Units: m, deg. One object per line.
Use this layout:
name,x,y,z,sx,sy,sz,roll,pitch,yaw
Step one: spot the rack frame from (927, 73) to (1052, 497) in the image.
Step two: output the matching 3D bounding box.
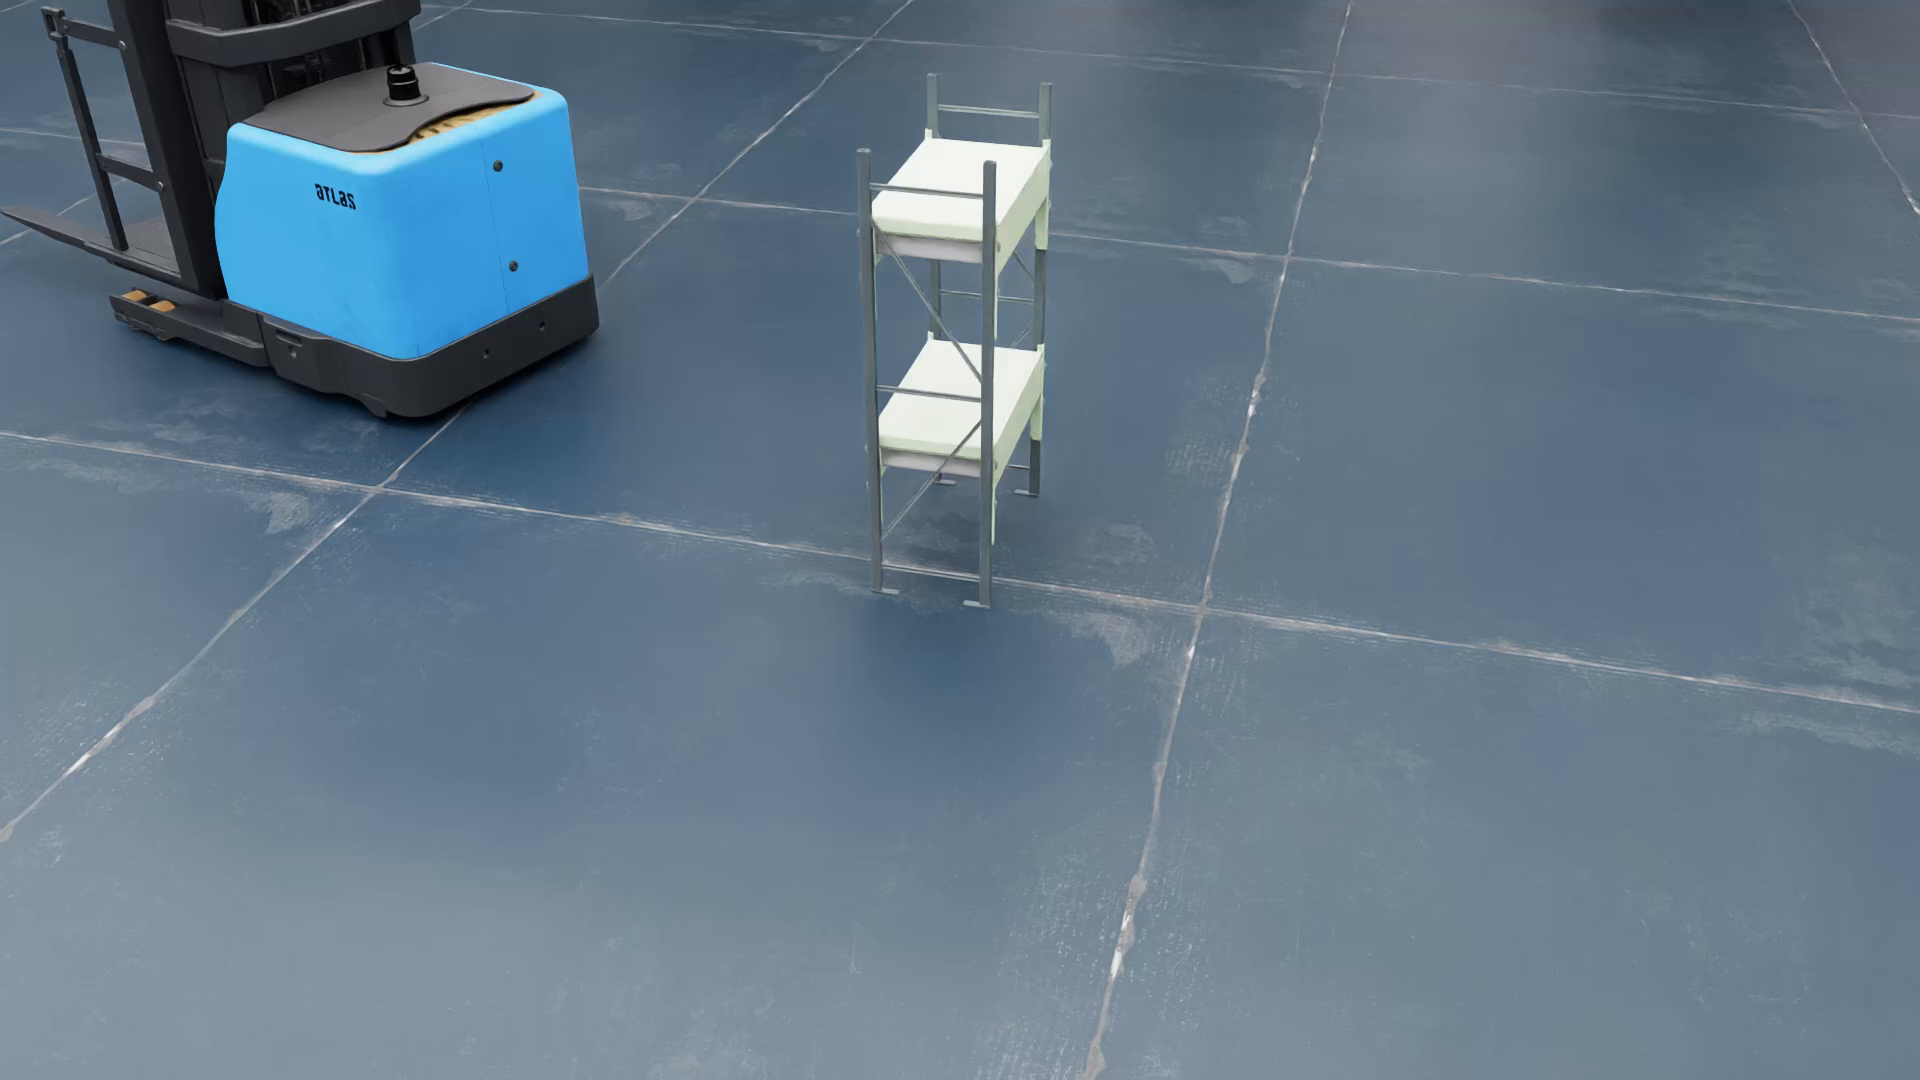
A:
rack frame,0.091,-0.819,5.641,0.400,1.500,0.023,8,33,12

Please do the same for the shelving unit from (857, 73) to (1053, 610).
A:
shelving unit,-0.002,-0.629,5.342,0.431,1.500,0.755,8,33,12

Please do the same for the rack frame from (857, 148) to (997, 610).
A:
rack frame,-0.095,-0.440,5.043,0.400,1.500,0.023,8,33,12

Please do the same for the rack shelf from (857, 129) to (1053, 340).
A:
rack shelf,-0.002,-0.959,5.133,0.431,0.370,0.720,8,33,12

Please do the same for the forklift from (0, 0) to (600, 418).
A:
forklift,-3.040,-2.302,6.639,3.031,2.935,1.130,19,37,27

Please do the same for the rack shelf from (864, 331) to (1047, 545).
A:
rack shelf,-0.002,-0.354,5.517,0.431,0.370,0.720,8,33,12
